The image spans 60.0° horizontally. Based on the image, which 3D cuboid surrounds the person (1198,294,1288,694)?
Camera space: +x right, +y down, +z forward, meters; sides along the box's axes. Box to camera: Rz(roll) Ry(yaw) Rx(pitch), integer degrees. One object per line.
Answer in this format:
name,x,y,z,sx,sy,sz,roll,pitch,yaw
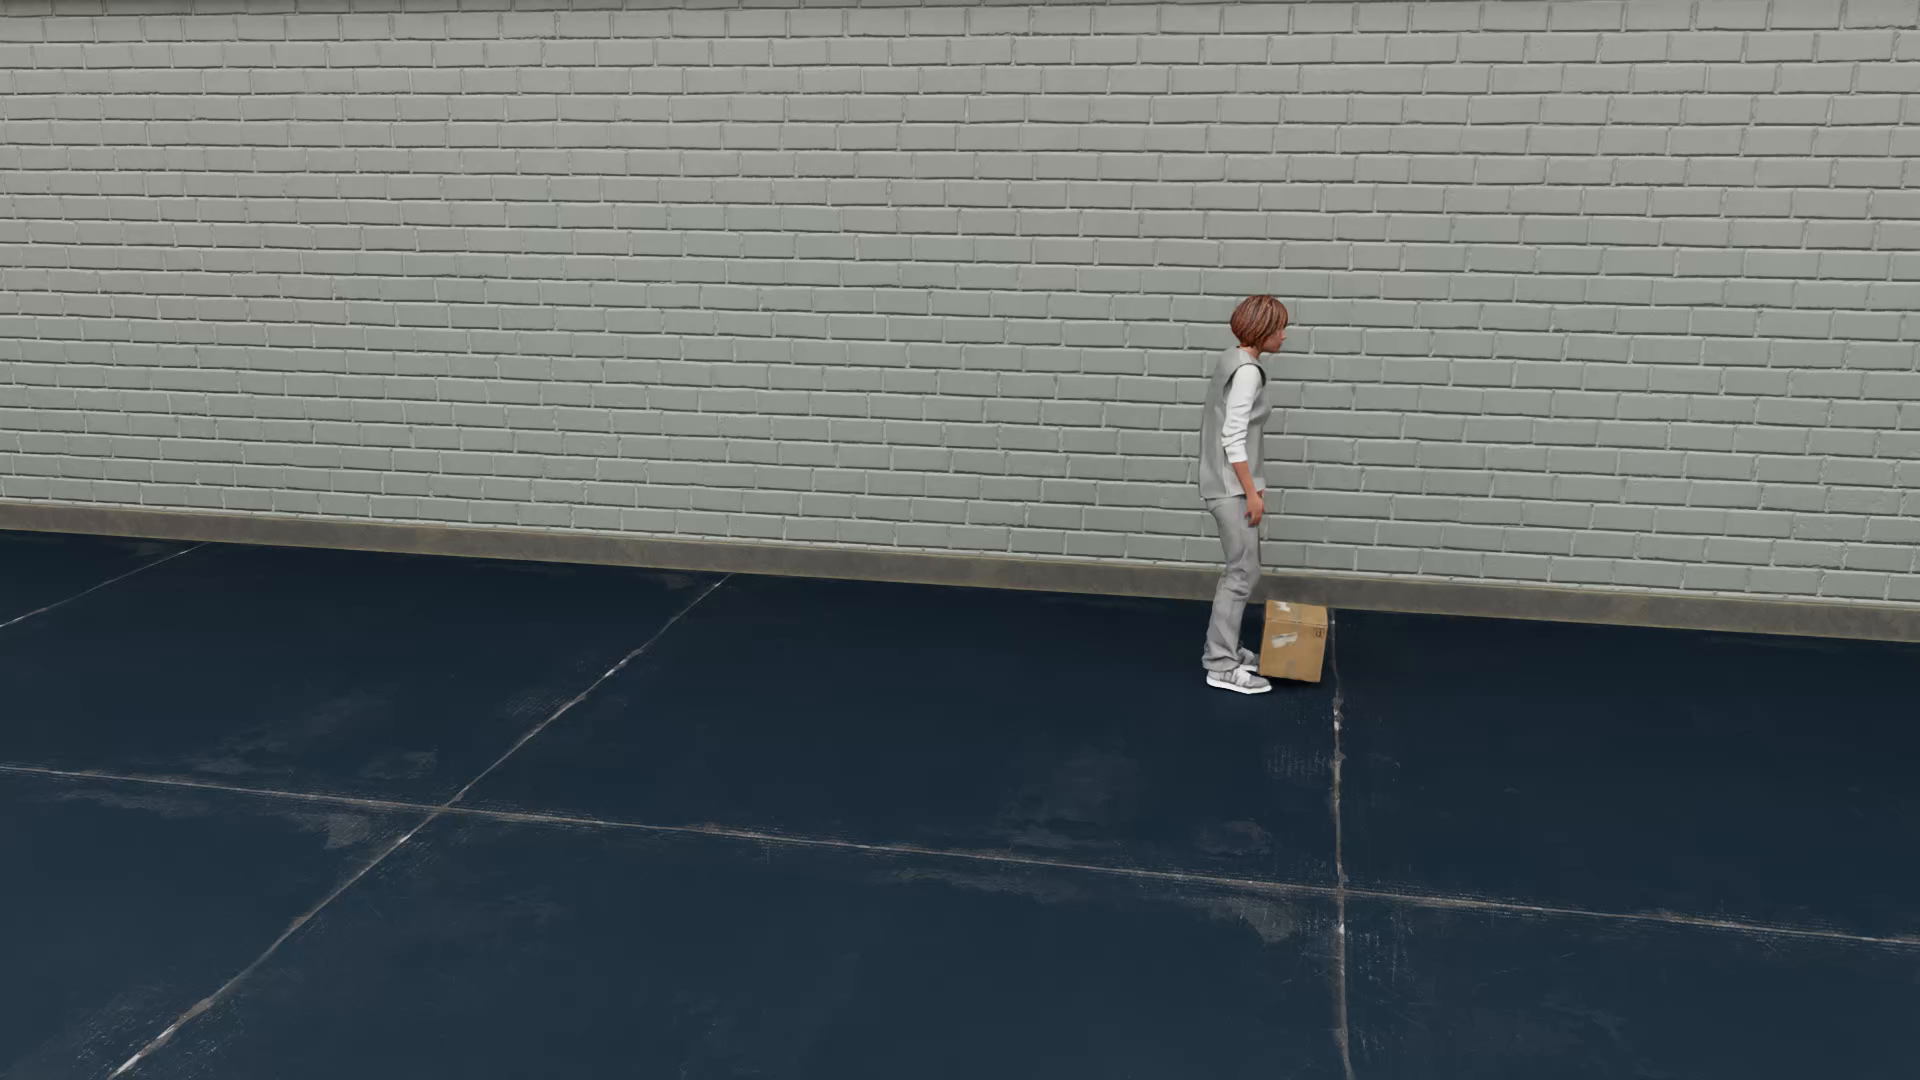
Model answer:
person,1.139,-0.198,6.776,0.345,1.594,0.459,3,15,9
